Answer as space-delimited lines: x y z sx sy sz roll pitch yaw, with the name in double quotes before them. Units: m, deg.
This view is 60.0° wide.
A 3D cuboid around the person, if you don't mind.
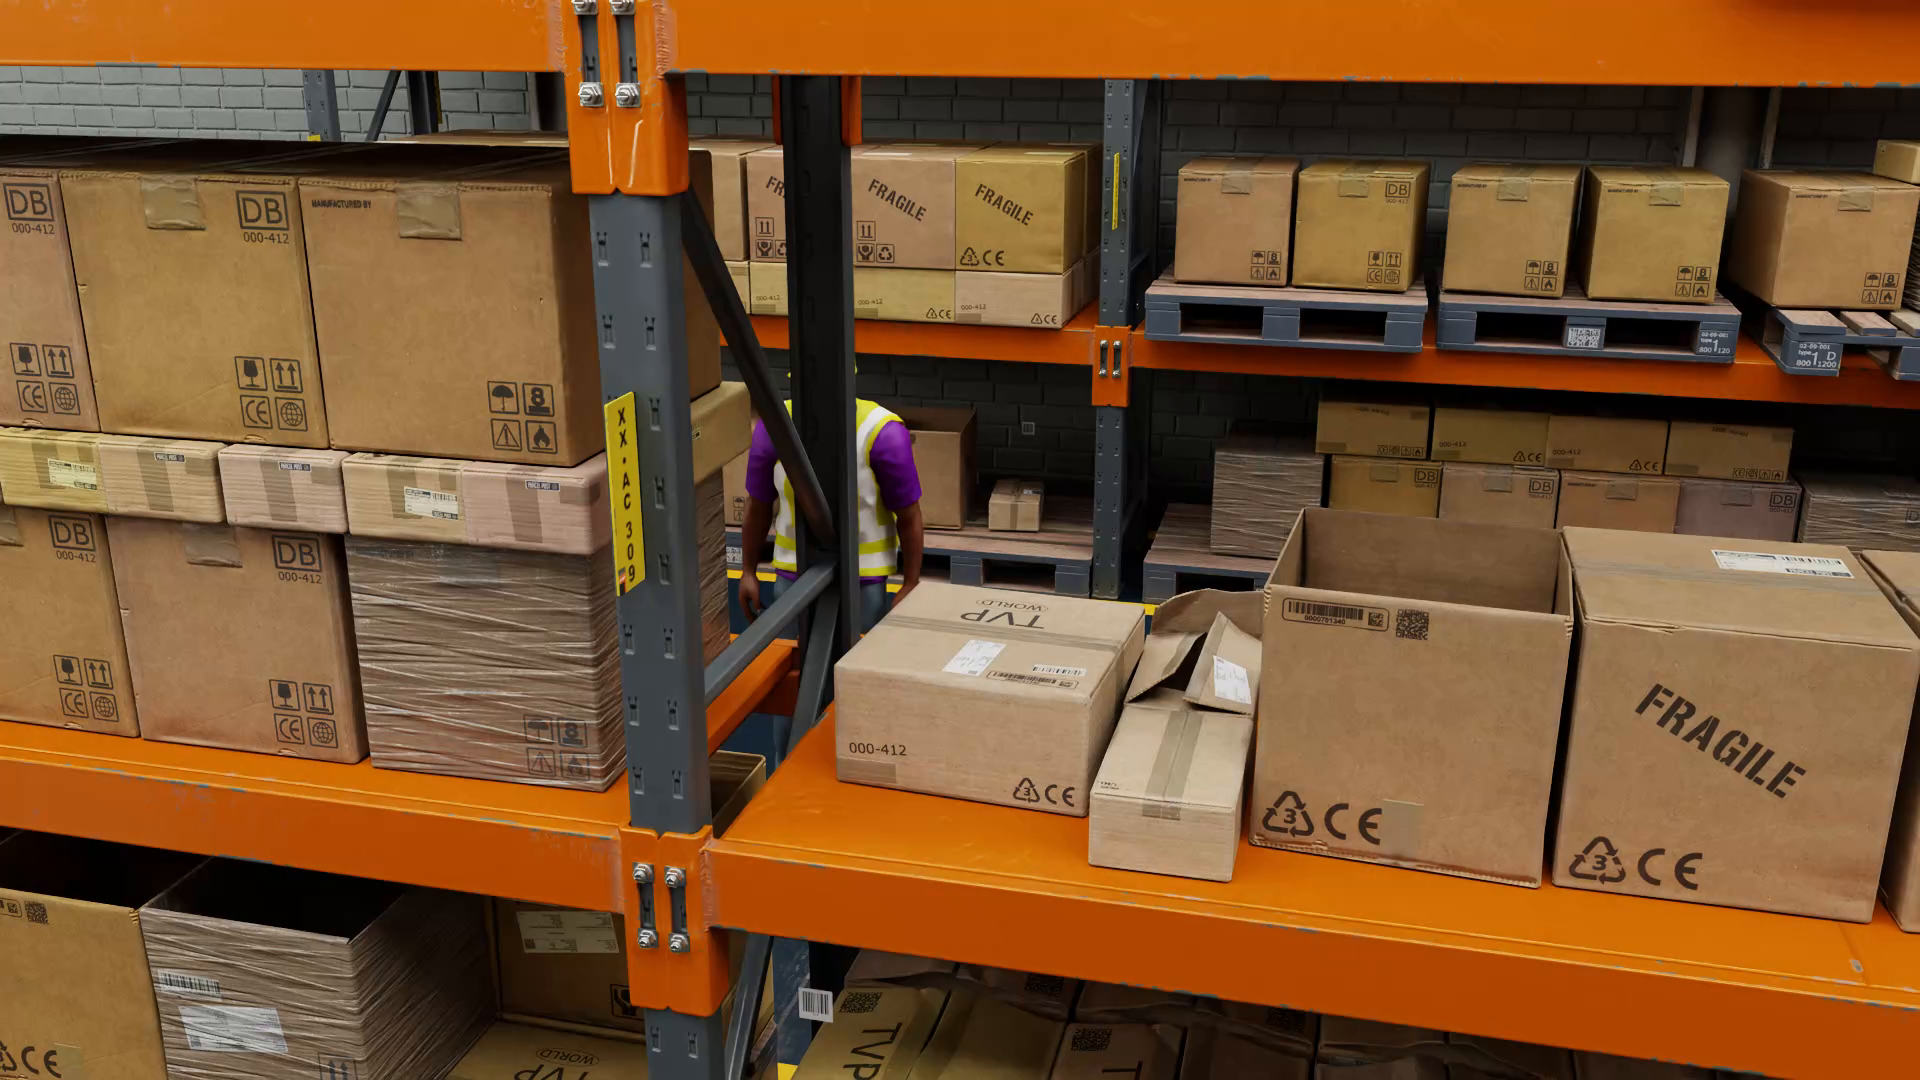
"person" -0.441 0.141 5.597 0.635 1.760 0.463 4 19 12
